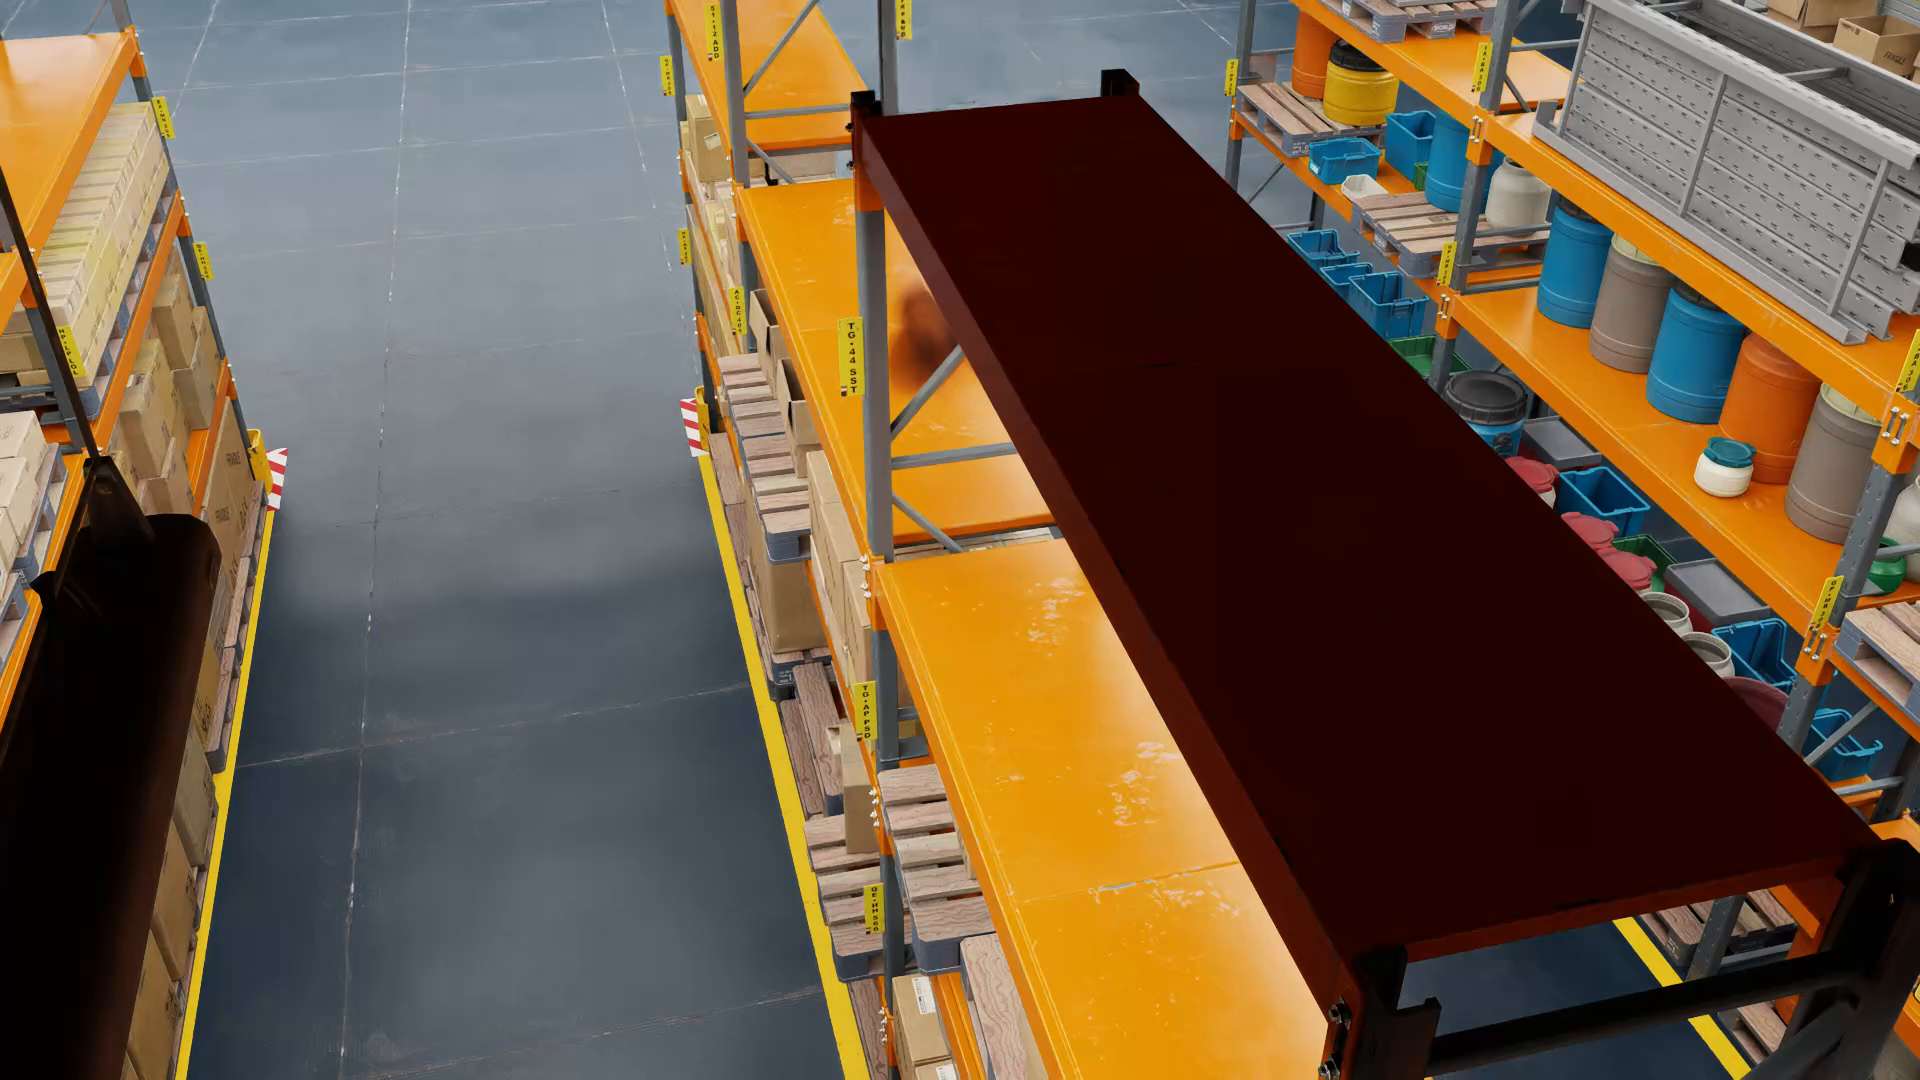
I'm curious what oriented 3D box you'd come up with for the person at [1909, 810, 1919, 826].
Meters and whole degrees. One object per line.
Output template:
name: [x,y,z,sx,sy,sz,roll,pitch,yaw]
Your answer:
person: [6.451,1.436,10.497,0.569,1.661,0.906,-10,36,-15]
